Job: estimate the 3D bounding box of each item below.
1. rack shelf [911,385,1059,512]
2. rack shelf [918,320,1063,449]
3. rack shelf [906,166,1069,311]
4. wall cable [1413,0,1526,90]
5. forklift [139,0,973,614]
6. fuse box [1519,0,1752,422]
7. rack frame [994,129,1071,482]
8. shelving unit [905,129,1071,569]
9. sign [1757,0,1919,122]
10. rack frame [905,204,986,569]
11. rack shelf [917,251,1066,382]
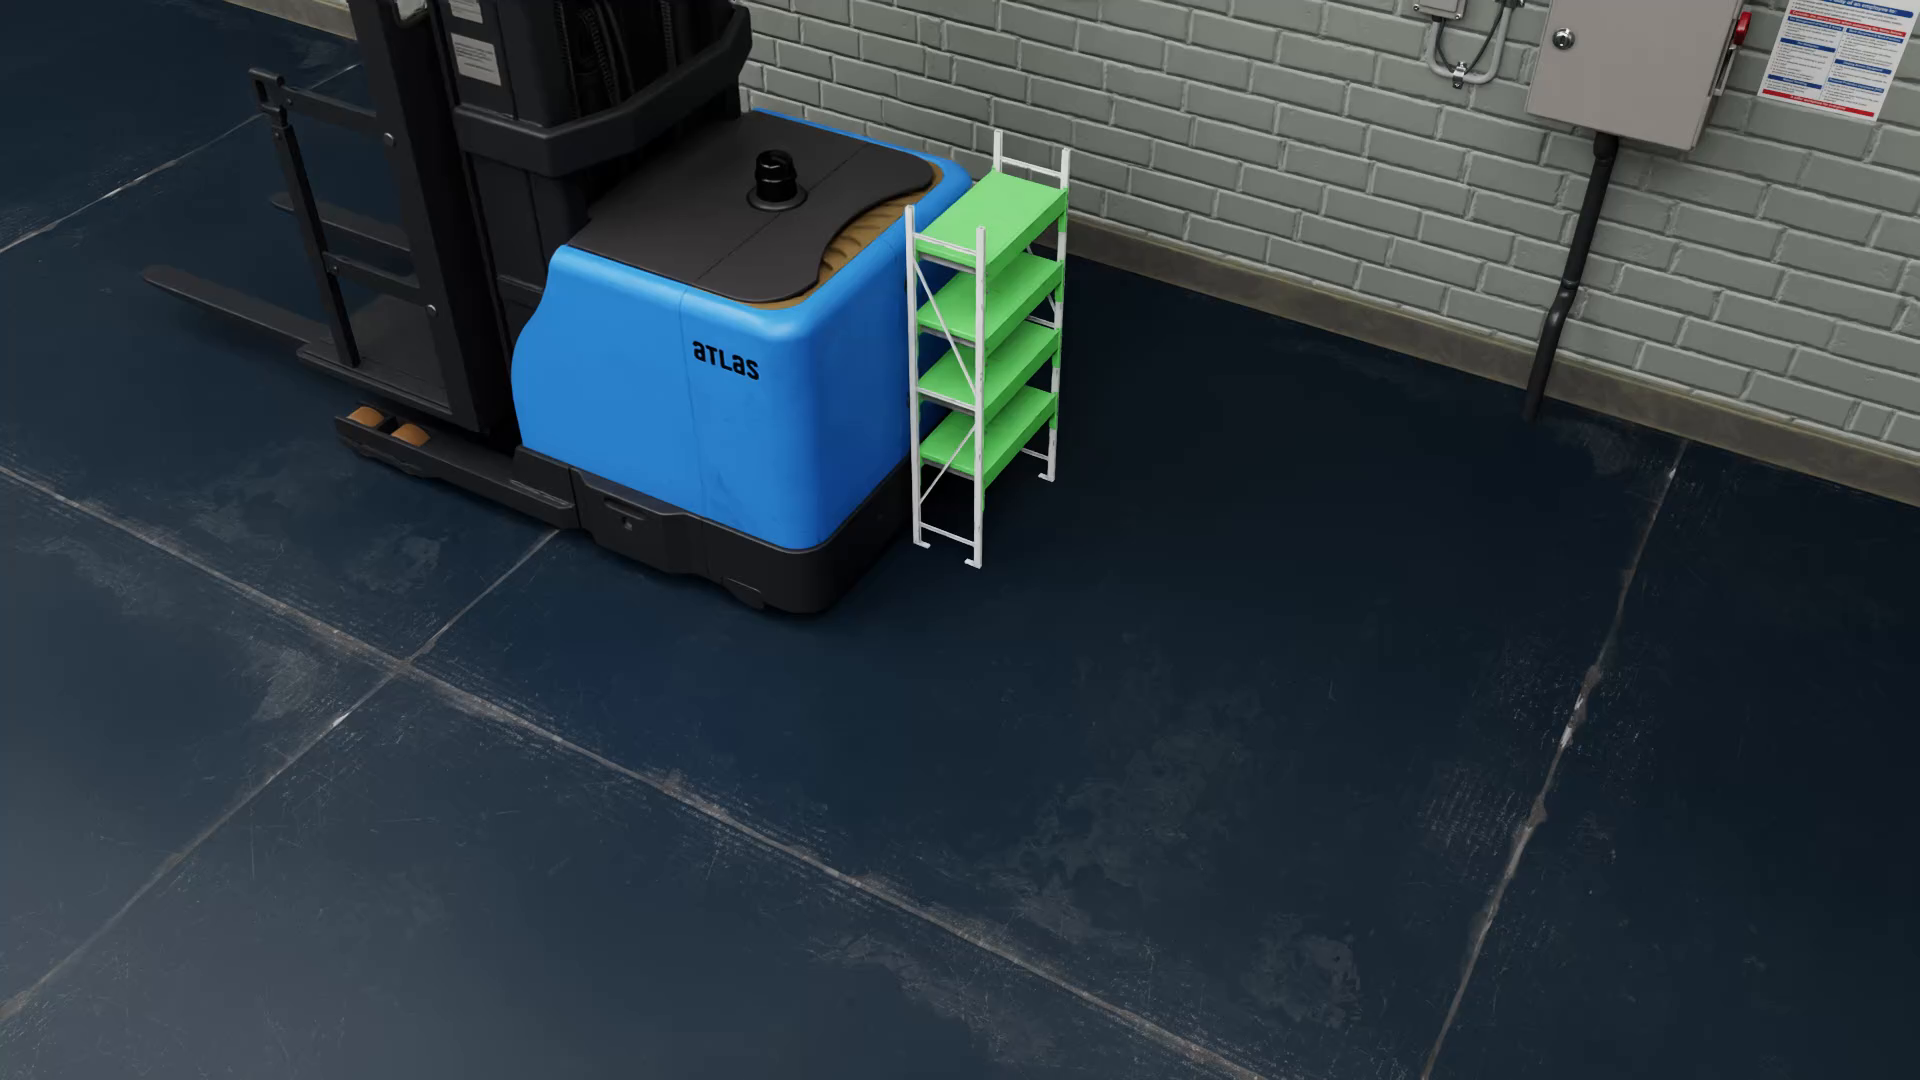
[{"bbox_3d":[0.083,-0.317,5.162,0.258,0.148,0.480,21,45,22],"label":"rack shelf"},{"bbox_3d":[0.083,-0.497,5.003,0.258,0.148,0.480,21,45,22],"label":"rack shelf"},{"bbox_3d":[0.083,-0.857,4.686,0.258,0.148,0.480,21,45,22],"label":"rack shelf"},{"bbox_3d":[1.455,-2.223,4.736,0.588,1.984,0.122,21,45,22],"label":"wall cable"},{"bbox_3d":[-1.485,-1.597,4.845,3.031,2.935,1.130,20,45,22],"label":"forklift"},{"bbox_3d":[1.967,-1.043,5.139,0.539,1.711,0.414,21,45,22],"label":"fuse box"},{"bbox_3d":[0.205,-0.685,5.120,0.240,1.200,0.015,21,45,22],"label":"rack frame"},{"bbox_3d":[0.083,-0.545,4.961,0.258,1.200,0.503,21,45,22],"label":"shelving unit"},{"bbox_3d":[2.499,-1.446,4.694,0.329,0.494,0.001,21,45,22],"label":"sign"},{"bbox_3d":[-0.039,-0.405,4.802,0.240,1.200,0.015,21,45,22],"label":"rack frame"},{"bbox_3d":[0.083,-0.677,4.845,0.258,0.148,0.480,21,45,22],"label":"rack shelf"}]
